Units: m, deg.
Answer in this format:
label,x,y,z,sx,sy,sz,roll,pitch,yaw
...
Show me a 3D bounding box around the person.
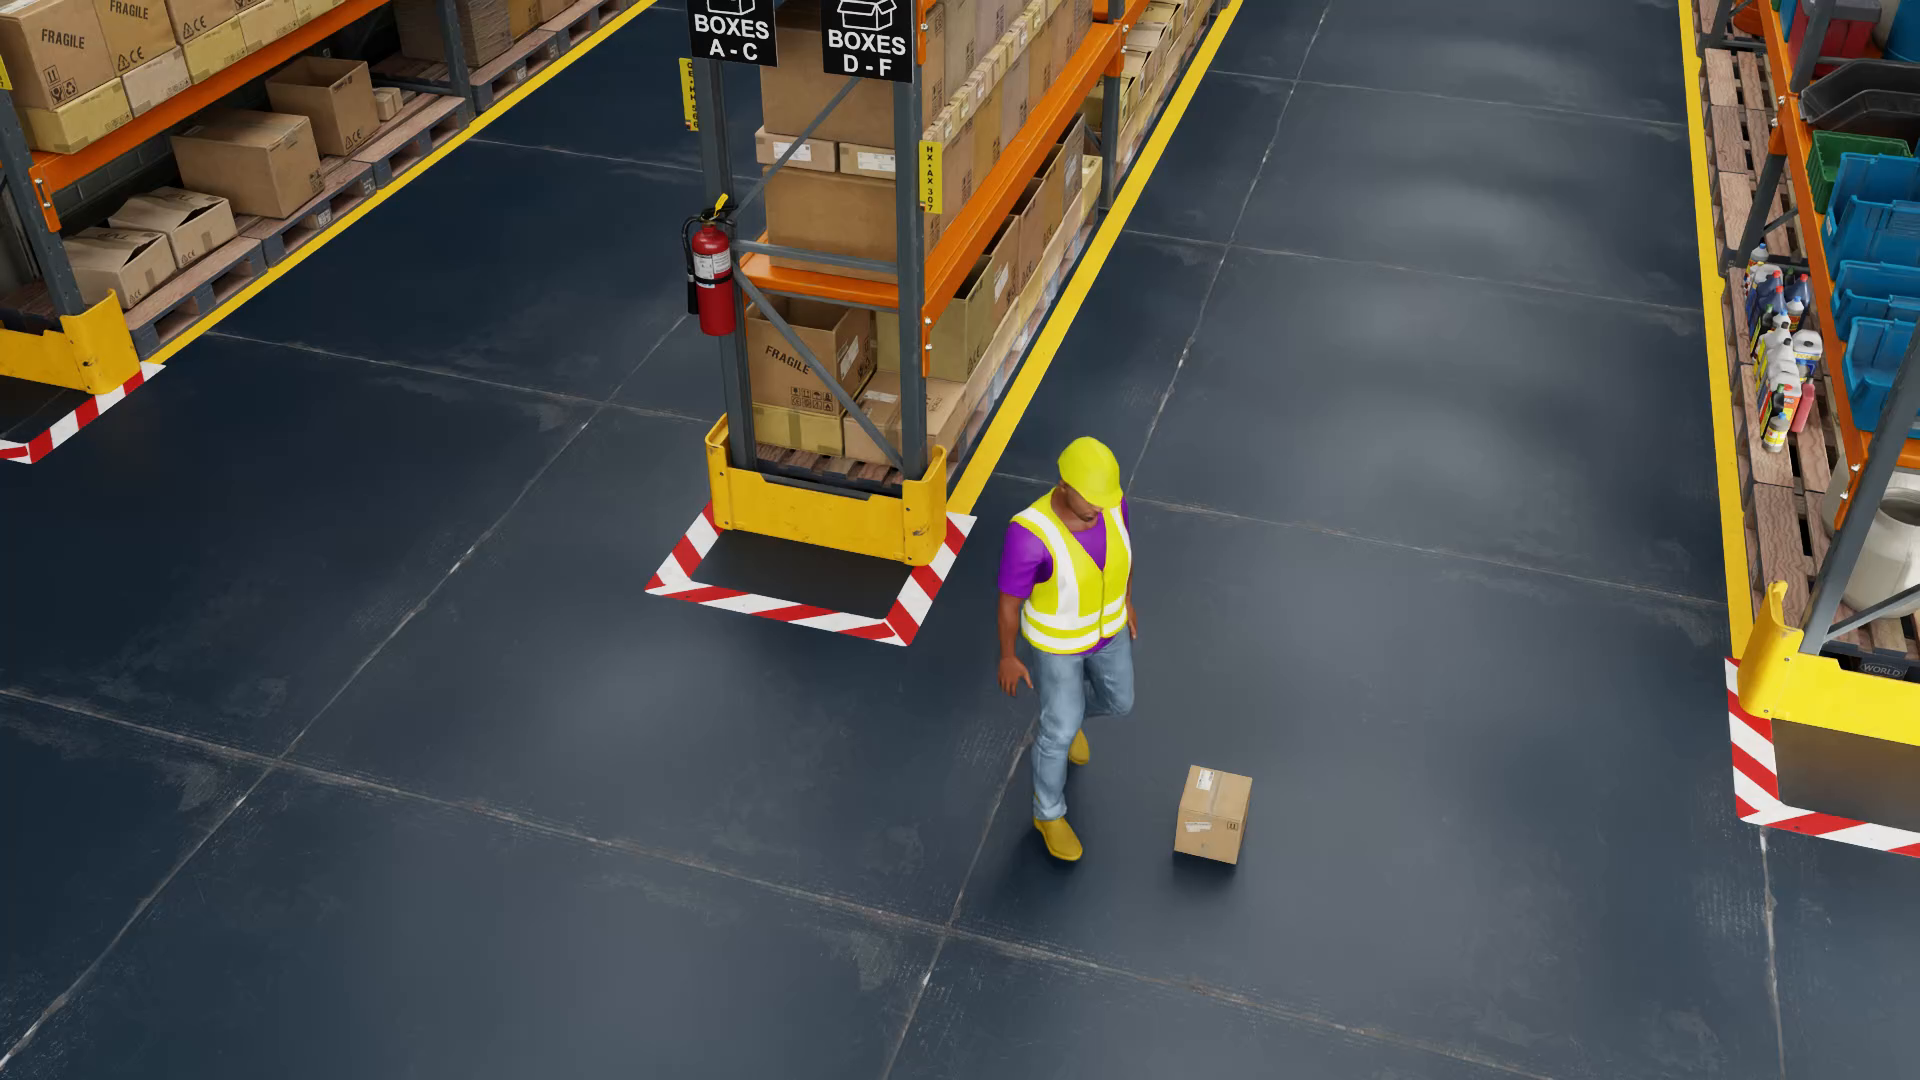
label,x,y,z,sx,sy,sz,roll,pitch,yaw
person,0.437,0.355,6.382,0.655,1.756,0.638,-26,44,-30
